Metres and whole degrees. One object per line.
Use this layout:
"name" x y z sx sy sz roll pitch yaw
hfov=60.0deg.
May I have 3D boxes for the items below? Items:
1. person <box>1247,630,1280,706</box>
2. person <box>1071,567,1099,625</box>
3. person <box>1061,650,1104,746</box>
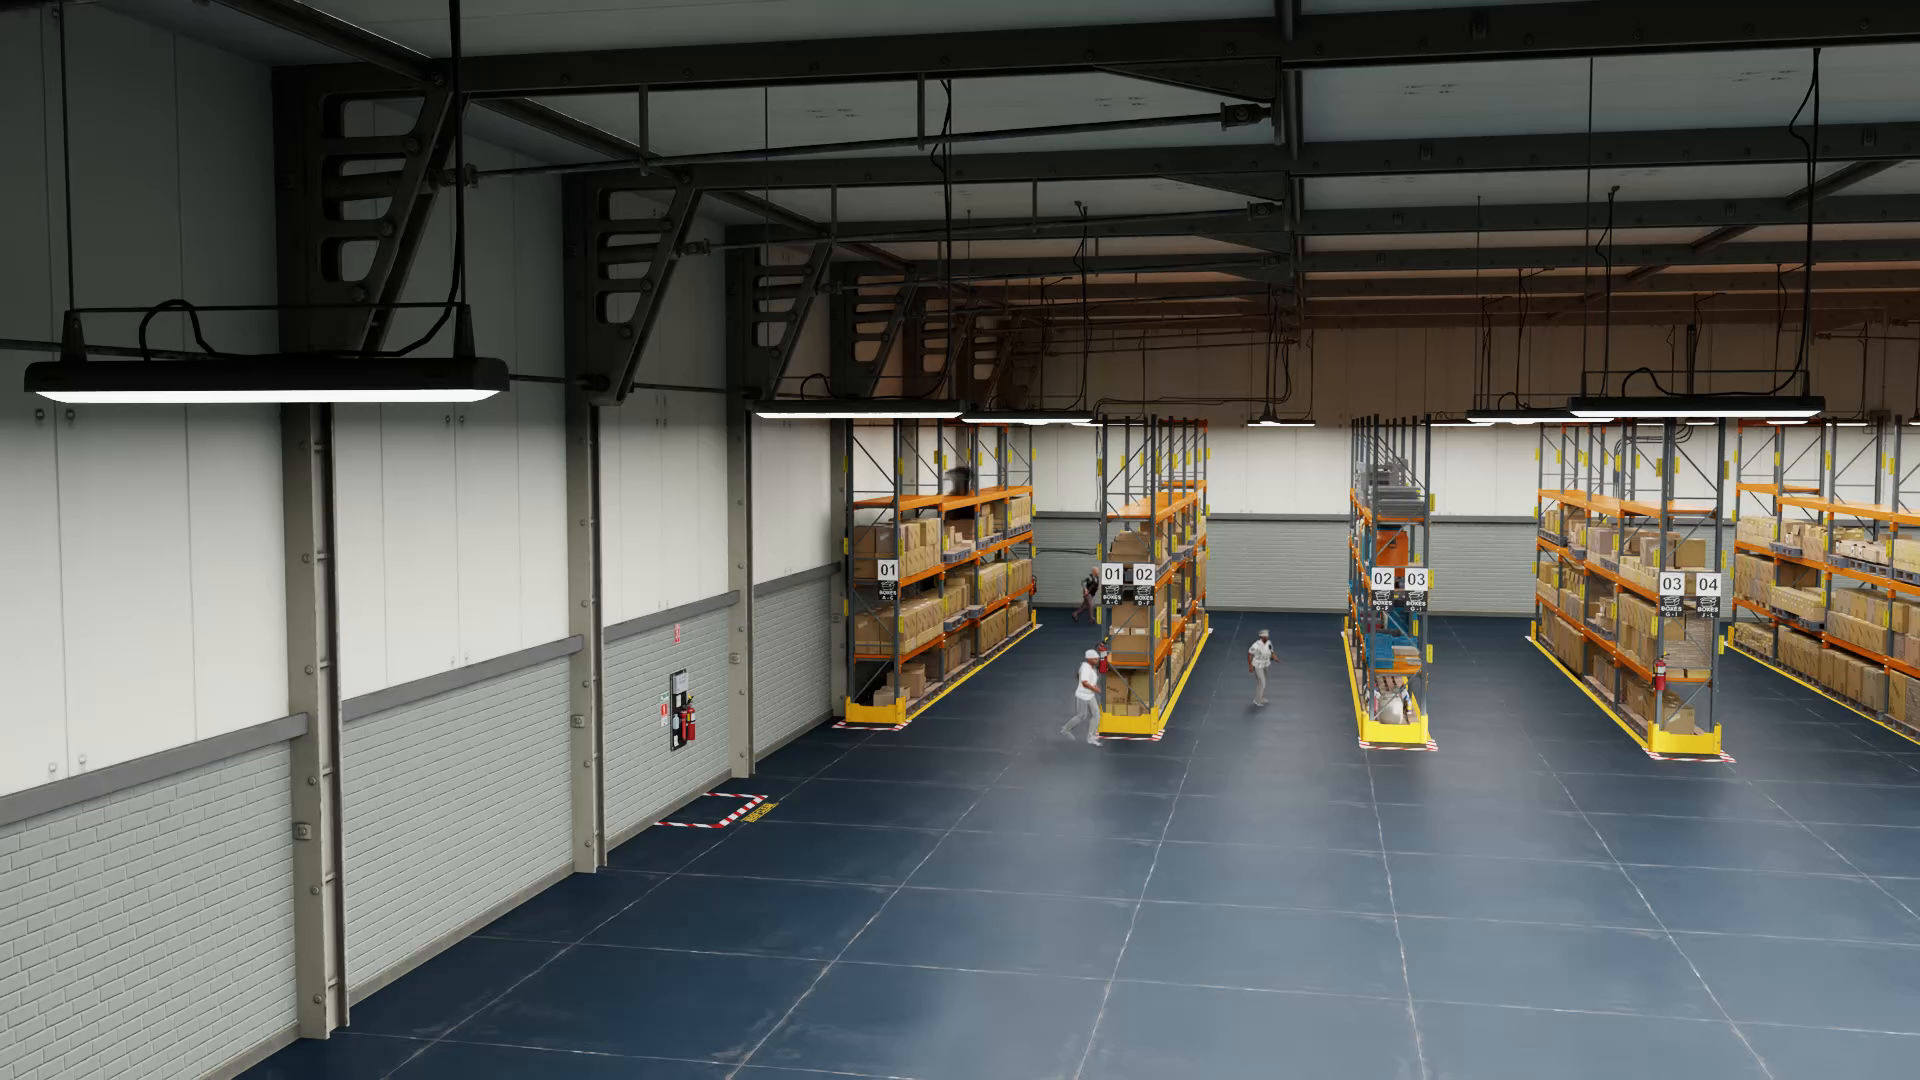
"person" 6.303 2.663 34.530 0.628 1.644 0.805 -3 5 -36
"person" 3.779 1.620 48.930 1.003 1.640 0.634 2 5 33
"person" 2.189 2.848 30.090 0.833 1.745 0.654 2 4 24
